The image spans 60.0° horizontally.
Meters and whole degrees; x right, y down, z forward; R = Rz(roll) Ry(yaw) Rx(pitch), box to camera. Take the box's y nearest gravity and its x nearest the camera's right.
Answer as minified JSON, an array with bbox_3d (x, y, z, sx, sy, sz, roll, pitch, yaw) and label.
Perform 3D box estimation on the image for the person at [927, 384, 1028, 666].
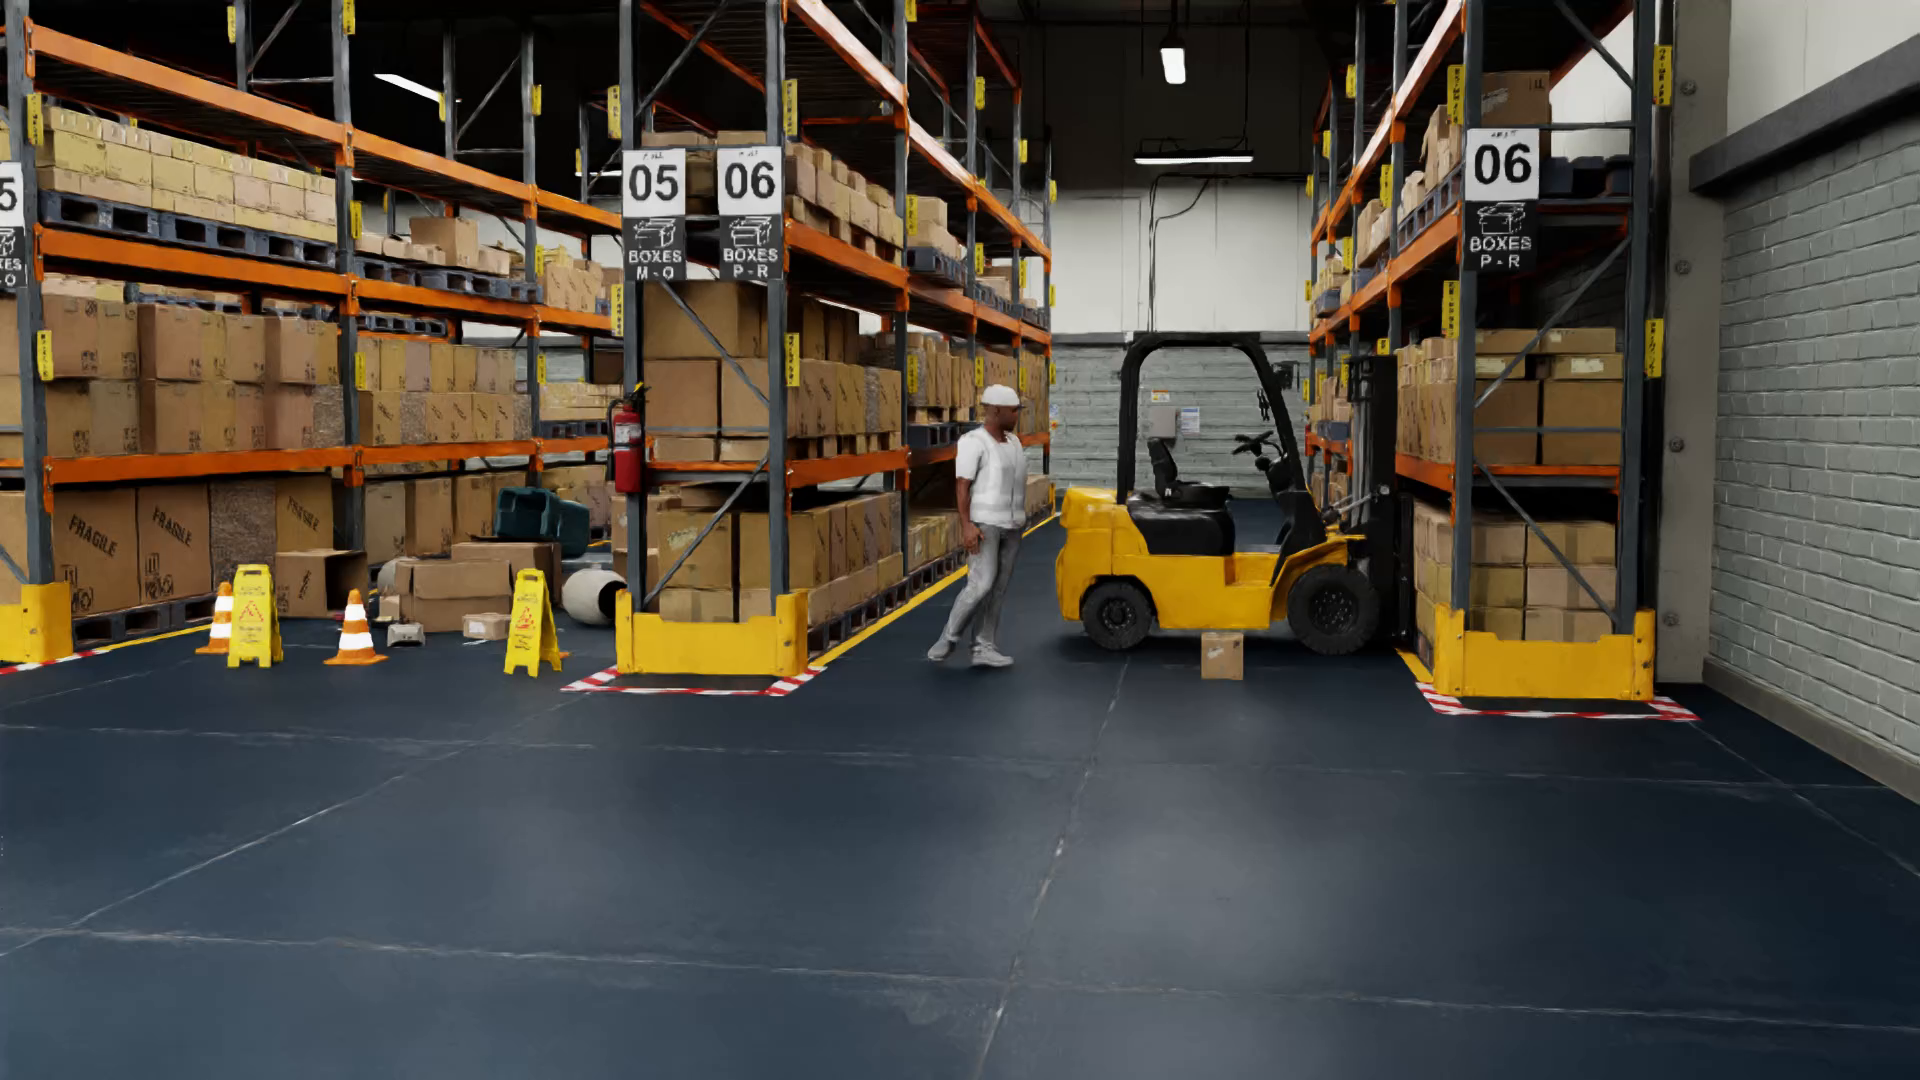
[{"bbox_3d":[0.135,-0.089,10.395,0.451,1.762,0.730,4,6,44],"label":"person"}]
